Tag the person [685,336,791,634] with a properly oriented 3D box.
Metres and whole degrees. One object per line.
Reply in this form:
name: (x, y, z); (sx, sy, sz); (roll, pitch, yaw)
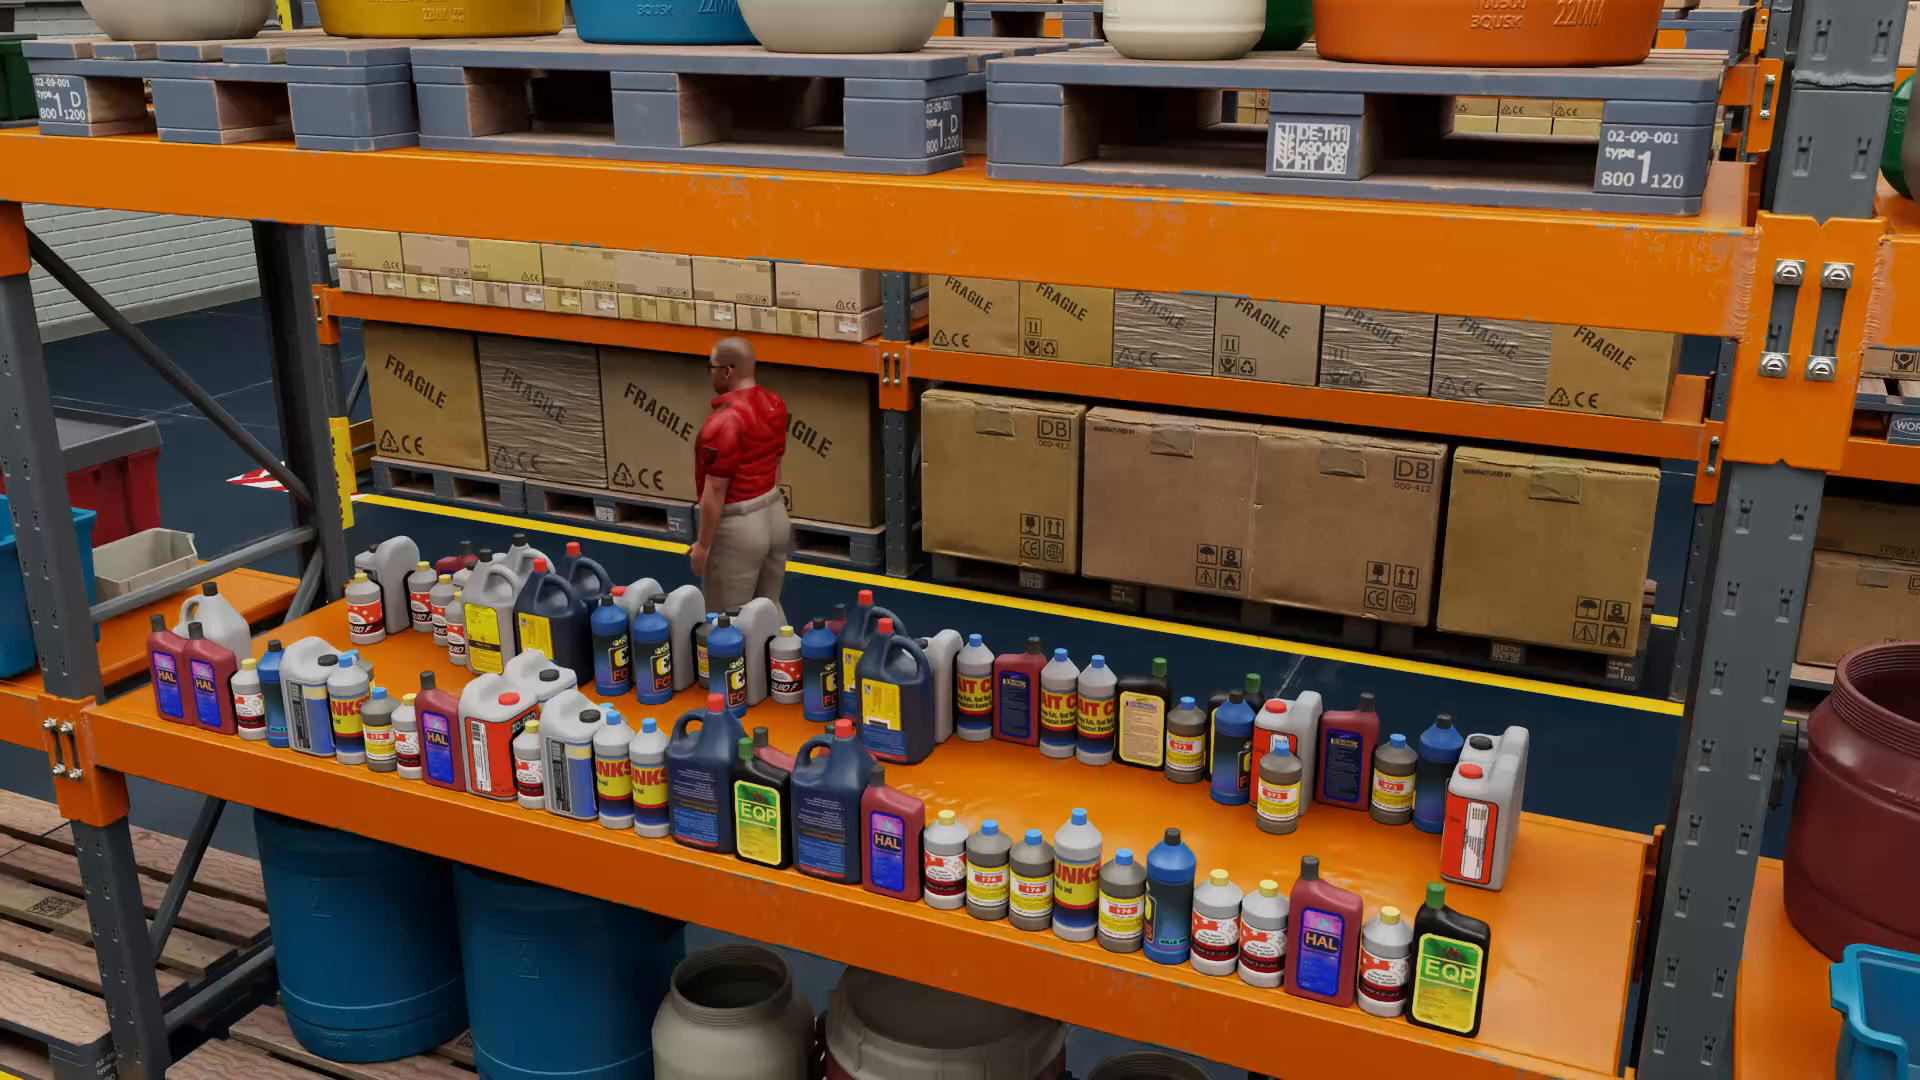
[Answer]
person: (-0.953, -0.019, 7.173); (0.361, 1.744, 0.530); (9, 21, 24)
